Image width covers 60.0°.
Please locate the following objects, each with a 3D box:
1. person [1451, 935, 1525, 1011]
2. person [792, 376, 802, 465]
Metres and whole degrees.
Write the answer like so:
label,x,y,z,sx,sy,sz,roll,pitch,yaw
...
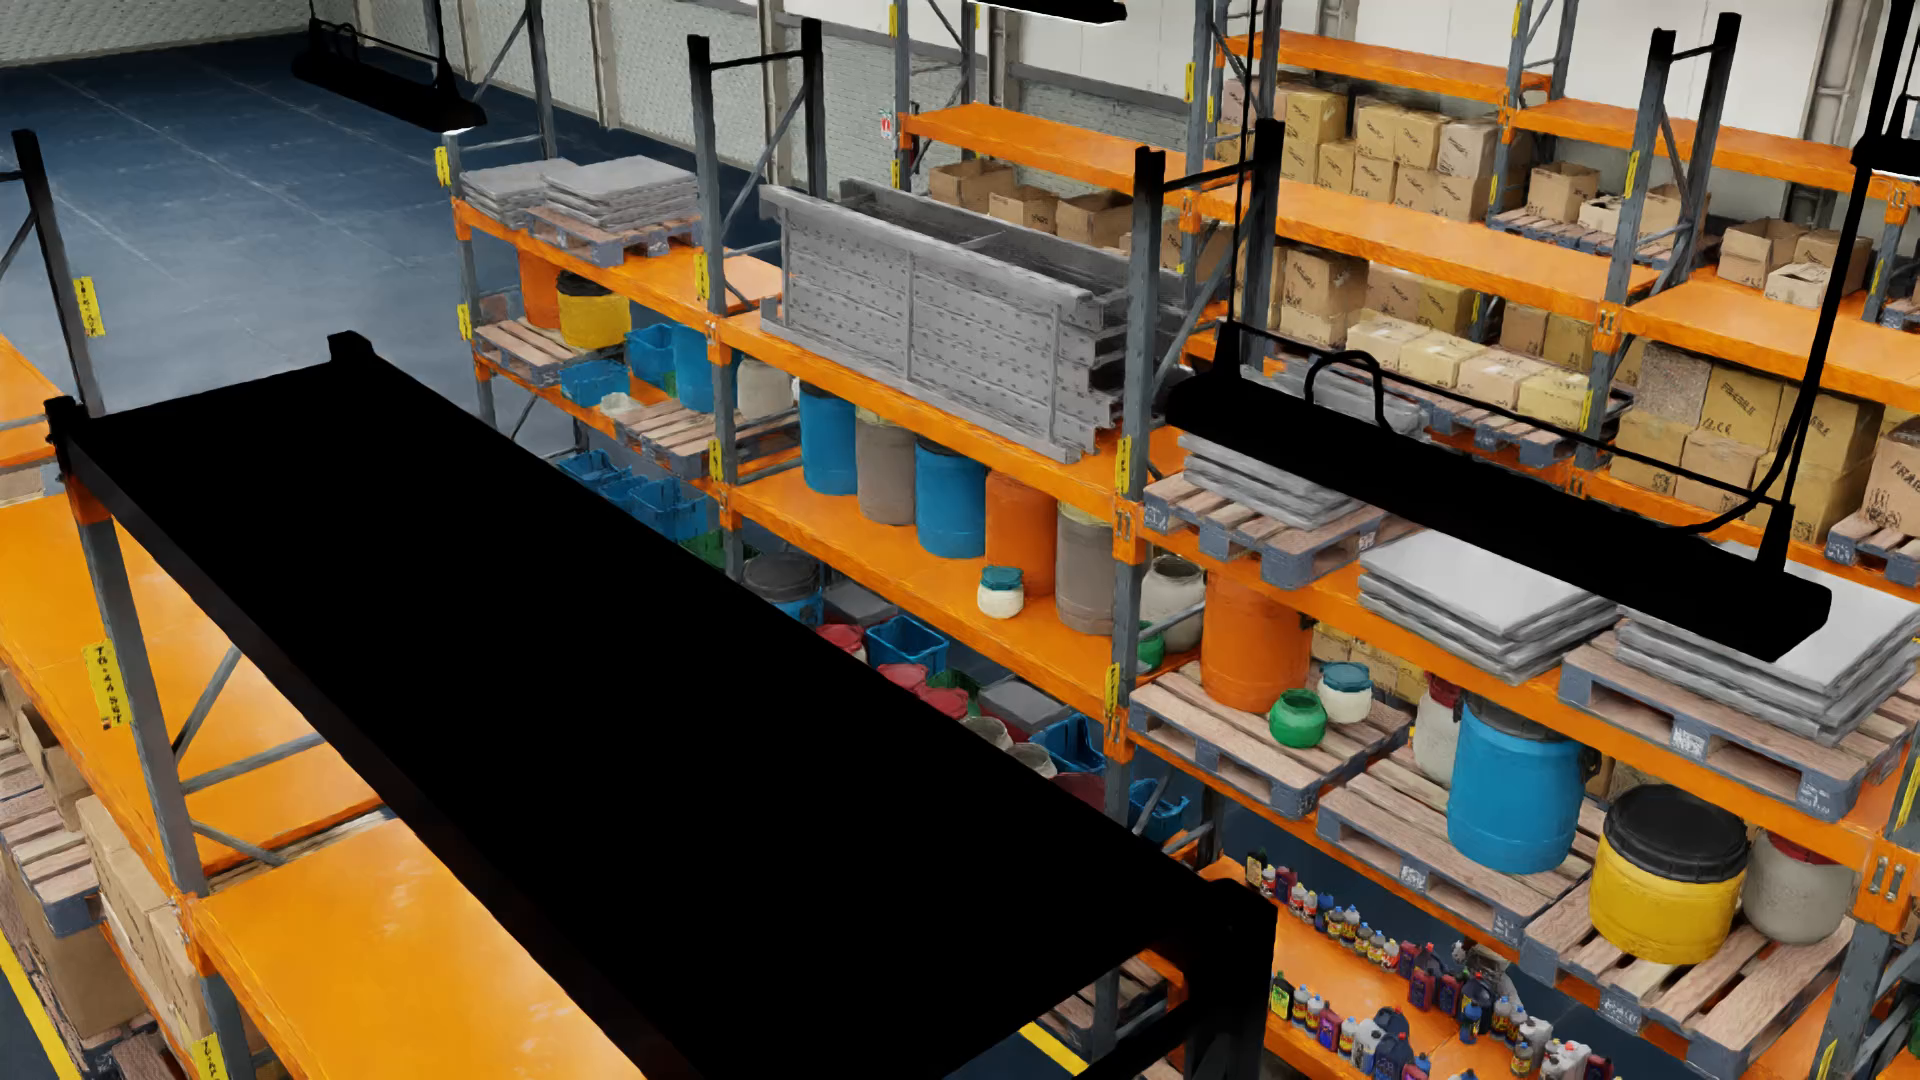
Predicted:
label,x,y,z,sx,sy,sz,roll,pitch,yaw
person,3.424,2.551,10.662,0.702,1.735,0.549,-23,35,-37
person,-1.631,-1.317,18.406,0.626,1.610,0.578,-23,35,-38
